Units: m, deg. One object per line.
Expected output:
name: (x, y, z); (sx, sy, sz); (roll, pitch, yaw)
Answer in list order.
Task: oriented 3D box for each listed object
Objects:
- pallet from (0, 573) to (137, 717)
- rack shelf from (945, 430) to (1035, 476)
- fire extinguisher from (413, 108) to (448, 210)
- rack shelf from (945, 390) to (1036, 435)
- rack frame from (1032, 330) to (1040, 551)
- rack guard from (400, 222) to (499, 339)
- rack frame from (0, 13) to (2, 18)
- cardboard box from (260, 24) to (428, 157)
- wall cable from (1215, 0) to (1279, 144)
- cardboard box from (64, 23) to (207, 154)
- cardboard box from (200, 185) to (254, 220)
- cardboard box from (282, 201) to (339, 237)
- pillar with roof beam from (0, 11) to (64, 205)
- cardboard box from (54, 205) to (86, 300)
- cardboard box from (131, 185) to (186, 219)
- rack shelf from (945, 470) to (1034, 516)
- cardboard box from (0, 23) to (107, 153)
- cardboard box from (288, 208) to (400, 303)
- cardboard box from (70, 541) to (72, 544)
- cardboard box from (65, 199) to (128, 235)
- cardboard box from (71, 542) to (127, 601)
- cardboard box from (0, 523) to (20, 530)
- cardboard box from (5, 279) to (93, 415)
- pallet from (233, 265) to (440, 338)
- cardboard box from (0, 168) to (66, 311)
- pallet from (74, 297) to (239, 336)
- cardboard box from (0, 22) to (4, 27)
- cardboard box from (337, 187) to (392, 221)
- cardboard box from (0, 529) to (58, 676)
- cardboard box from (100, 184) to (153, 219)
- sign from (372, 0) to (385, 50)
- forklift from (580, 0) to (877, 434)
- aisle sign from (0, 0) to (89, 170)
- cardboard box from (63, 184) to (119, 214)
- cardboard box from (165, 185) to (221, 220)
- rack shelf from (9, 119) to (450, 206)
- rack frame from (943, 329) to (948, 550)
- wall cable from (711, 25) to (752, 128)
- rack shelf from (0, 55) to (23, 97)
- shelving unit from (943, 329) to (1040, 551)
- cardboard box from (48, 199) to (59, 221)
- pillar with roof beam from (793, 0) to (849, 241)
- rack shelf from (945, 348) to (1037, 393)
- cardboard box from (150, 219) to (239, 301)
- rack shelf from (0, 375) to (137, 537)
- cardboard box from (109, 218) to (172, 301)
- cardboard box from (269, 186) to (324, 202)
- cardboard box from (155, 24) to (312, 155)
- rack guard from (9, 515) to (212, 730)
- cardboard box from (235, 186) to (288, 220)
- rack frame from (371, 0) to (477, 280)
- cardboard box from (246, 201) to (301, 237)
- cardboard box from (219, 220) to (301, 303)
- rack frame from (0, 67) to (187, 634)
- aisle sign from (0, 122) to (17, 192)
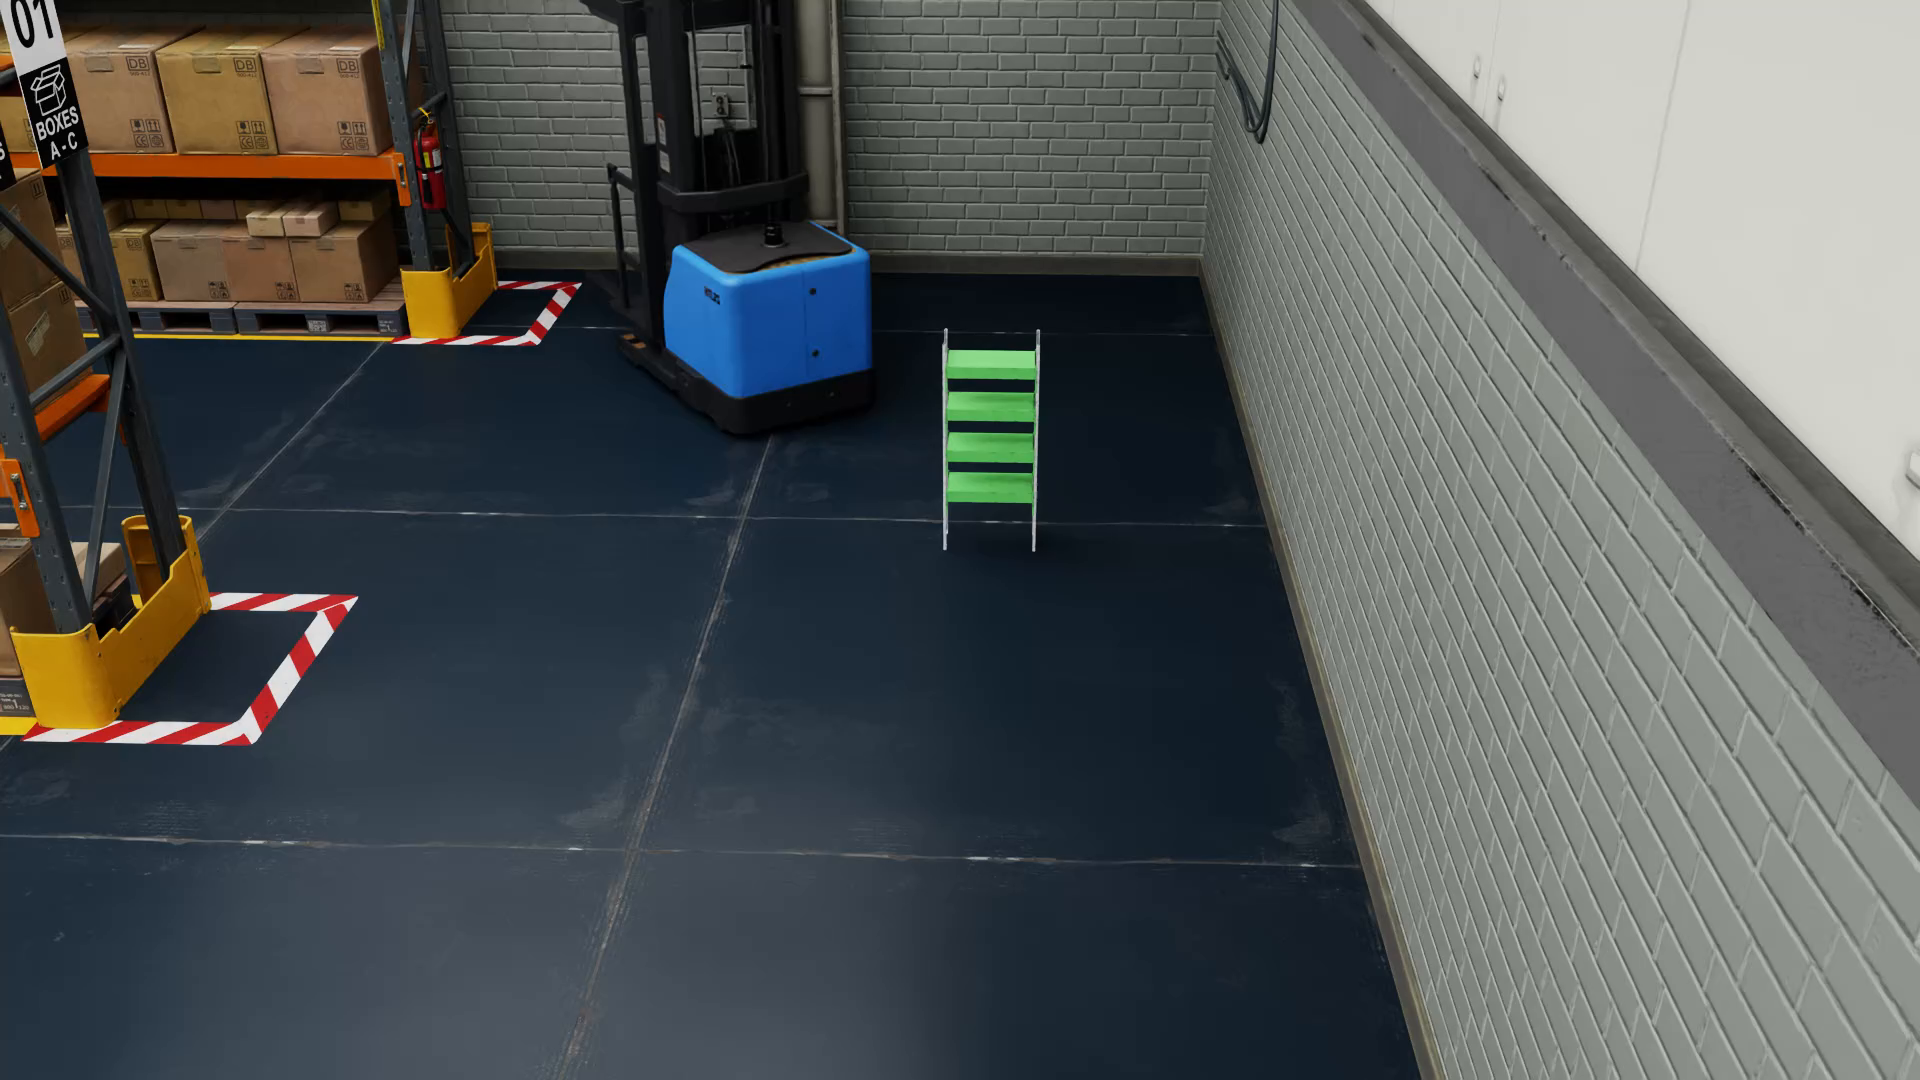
pallet: (-4.855, 0.486, 8.109); (1.213, 0.211, 1.003); (1, 28, 2)
rack shelf: (0.165, -0.471, 8.994); (0.480, 0.148, 0.258); (1, 28, 2)
fire extinguisher: (-3.677, -2.634, 11.497); (0.183, 0.674, 0.296); (1, 28, 2)
rack shelf: (0.165, -0.683, 8.881); (0.480, 0.148, 0.258); (1, 28, 2)
rack frame: (0.409, -0.523, 8.956); (0.015, 1.200, 0.240); (1, 28, 2)
rack guard: (-3.787, -1.947, 12.388); (0.348, 0.500, 1.175); (1, 28, 2)
rack frame: (-3.982, -3.383, 6.024); (0.127, 3.000, 1.000); (1, 28, 2)
cardboard box: (-4.321, -3.188, 11.740); (0.700, 0.700, 0.980); (2, 28, 4)
wall cable: (1.829, -4.069, 10.634); (0.112, 2.526, 3.097); (1, 28, 2)
cardboard box: (-5.810, -3.211, 11.785); (0.700, 0.700, 0.980); (0, 28, -1)
cardboard box: (-5.393, -2.492, 12.276); (0.250, 0.149, 0.380); (1, 28, 3)
cardboard box: (-4.649, -2.301, 11.915); (0.250, 0.149, 0.380); (1, 28, 1)
pillar with roof beam: (-7.230, -4.146, 7.464); (0.400, 9.000, 9.100); (1, 28, 2)
cardboard box: (-6.563, -2.128, 12.283); (0.500, 0.500, 0.700); (1, 28, 1)
cardboard box: (-5.902, -2.500, 12.291); (0.250, 0.149, 0.380); (0, 28, 1)
rack shelf: (0.165, -0.259, 9.106); (0.480, 0.148, 0.258); (1, 28, 2)
cardboard box: (-6.538, -3.219, 11.799); (0.700, 0.700, 0.980); (0, 28, 0)
cardboard box: (-4.514, -2.097, 12.224); (0.500, 0.500, 0.700); (1, 28, 2)
cardboard box: (-4.638, 0.153, 8.314); (0.250, 0.166, 0.380); (1, 28, 2)
cardboard box: (-6.207, -2.325, 11.962); (0.250, 0.149, 0.380); (0, 28, 0)
cardboard box: (-4.389, 0.165, 8.311); (0.250, 0.149, 0.380); (1, 28, 2)
cardboard box: (-5.015, 0.138, 8.253); (0.500, 0.250, 0.500); (1, 28, 2)
cardboard box: (-4.416, -0.908, 7.653); (0.500, 0.500, 0.500); (2, 28, 3)
pallet: (-4.613, -1.796, 12.413); (1.213, 0.211, 1.003); (1, 28, 2)
cardboard box: (-4.416, -1.349, 7.419); (0.500, 0.500, 0.500); (2, 28, 3)
pallet: (-5.829, -1.817, 12.453); (1.213, 0.211, 1.003); (1, 28, 2)
cardboard box: (-7.267, -3.233, 11.827); (0.700, 0.700, 0.980); (1, 28, 3)
cardboard box: (-4.382, -2.475, 12.245); (0.250, 0.149, 0.380); (1, 28, 2)
cardboard box: (-4.534, 0.284, 7.711); (0.500, 0.500, 0.500); (1, 28, 2)
cardboard box: (-6.160, -2.504, 12.299); (0.250, 0.149, 0.380); (1, 28, 2)
sign: (-3.844, -3.414, 10.998); (0.005, 0.325, 0.100); (1, 28, 2)
forklift: (-1.752, -2.602, 11.029); (1.130, 2.935, 3.031); (-16, 32, -28)
aisle sign: (-3.904, -2.018, 7.078); (0.004, 0.787, 0.394); (1, 28, 2)
cardboard box: (-6.413, -2.508, 12.307); (0.250, 0.149, 0.380); (0, 28, 0)
cardboard box: (-5.649, -2.496, 12.283); (0.250, 0.149, 0.380); (1, 28, 2)
rack shelf: (-5.810, -2.767, 12.034); (4.000, 0.370, 1.077); (1, 28, 2)
rack frame: (-0.078, -0.531, 8.971); (0.015, 1.200, 0.240); (1, 28, 2)
wall cable: (-2.498, -3.922, 12.361); (1.851, 1.984, 0.084); (1, 28, 2)
rack shelf: (-5.981, -1.773, 6.958); (4.000, 0.370, 1.077); (1, 28, 2)
shelving unit: (0.165, -0.527, 8.964); (0.503, 1.200, 0.258); (1, 28, 2)
cardboard box: (-6.729, -2.334, 11.978); (0.250, 0.149, 0.380); (2, 28, 4)
pillar with roof beam: (-1.234, -4.047, 7.277); (0.400, 9.000, 9.100); (1, 28, 2)
rack shelf: (0.165, -0.895, 8.769); (0.480, 0.148, 0.258); (1, 28, 2)
cardboard box: (-5.517, -2.114, 12.255); (0.500, 0.500, 0.700); (0, 28, 0)
rack shelf: (-5.981, -0.448, 7.660); (4.000, 0.370, 1.077); (1, 28, 2)
cardboard box: (-6.050, -2.119, 12.265); (0.500, 0.500, 0.700); (2, 28, 3)
cardboard box: (-4.889, -2.483, 12.260); (0.250, 0.149, 0.380); (1, 28, 2)
cardboard box: (-5.049, -3.194, 11.753); (0.700, 0.700, 0.980); (1, 28, 1)
rack guard: (-4.058, 0.371, 8.017); (0.348, 0.500, 1.175); (1, 28, 2)
cardboard box: (-5.139, -2.488, 12.268); (0.250, 0.149, 0.380); (1, 28, 2)
rack frame: (-3.811, -3.051, 11.804); (0.127, 3.000, 1.000); (1, 28, 2)
cardboard box: (-4.904, -2.305, 11.923); (0.250, 0.149, 0.380); (2, 28, 3)
cardboard box: (-5.014, -2.106, 12.240); (0.500, 0.500, 0.700); (1, 28, 2)
rack frame: (-3.982, -0.733, 7.429); (0.127, 3.000, 1.000); (1, 28, 2)
aisle sign: (-3.925, -1.737, 6.548); (0.004, 0.787, 0.394); (1, 28, 2)
